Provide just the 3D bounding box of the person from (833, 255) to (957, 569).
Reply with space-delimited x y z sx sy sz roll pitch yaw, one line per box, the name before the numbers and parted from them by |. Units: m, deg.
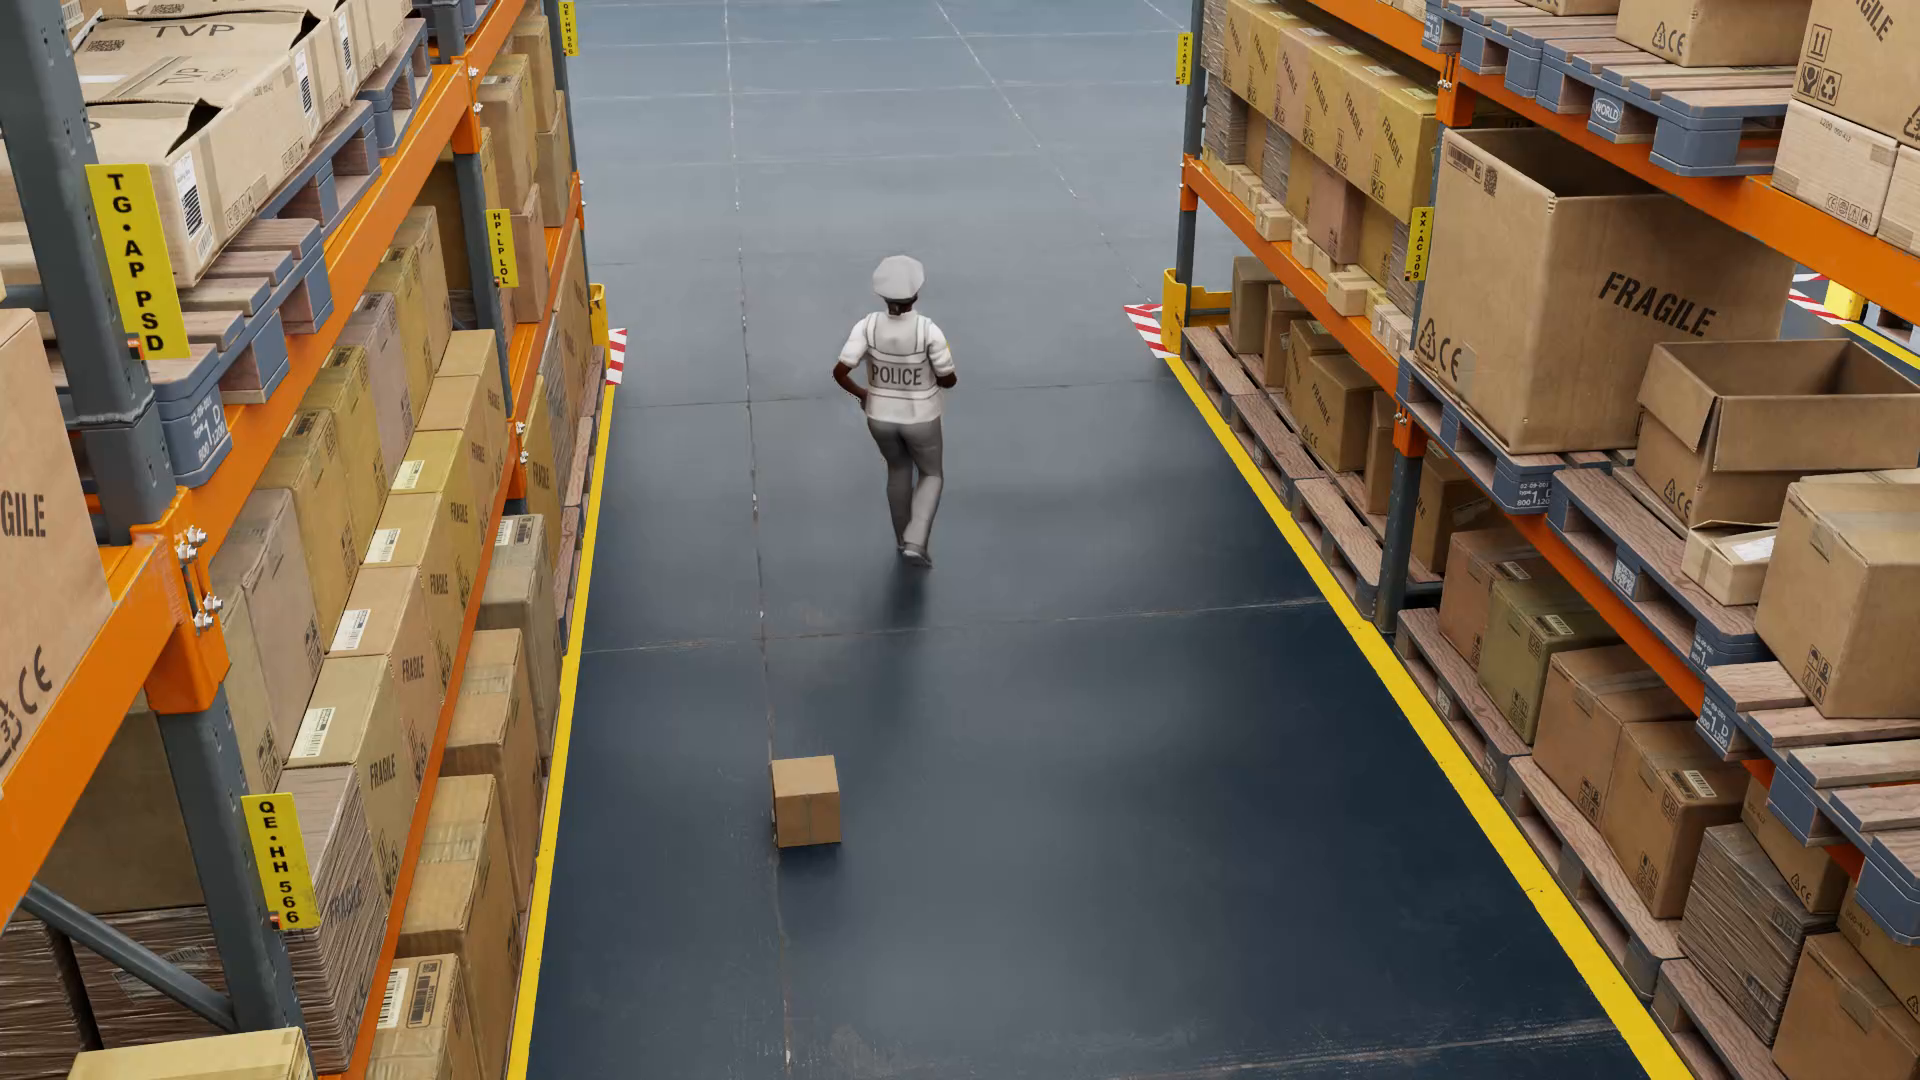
person | -0.287 -0.644 8.343 0.592 1.658 0.698 6 28 12
